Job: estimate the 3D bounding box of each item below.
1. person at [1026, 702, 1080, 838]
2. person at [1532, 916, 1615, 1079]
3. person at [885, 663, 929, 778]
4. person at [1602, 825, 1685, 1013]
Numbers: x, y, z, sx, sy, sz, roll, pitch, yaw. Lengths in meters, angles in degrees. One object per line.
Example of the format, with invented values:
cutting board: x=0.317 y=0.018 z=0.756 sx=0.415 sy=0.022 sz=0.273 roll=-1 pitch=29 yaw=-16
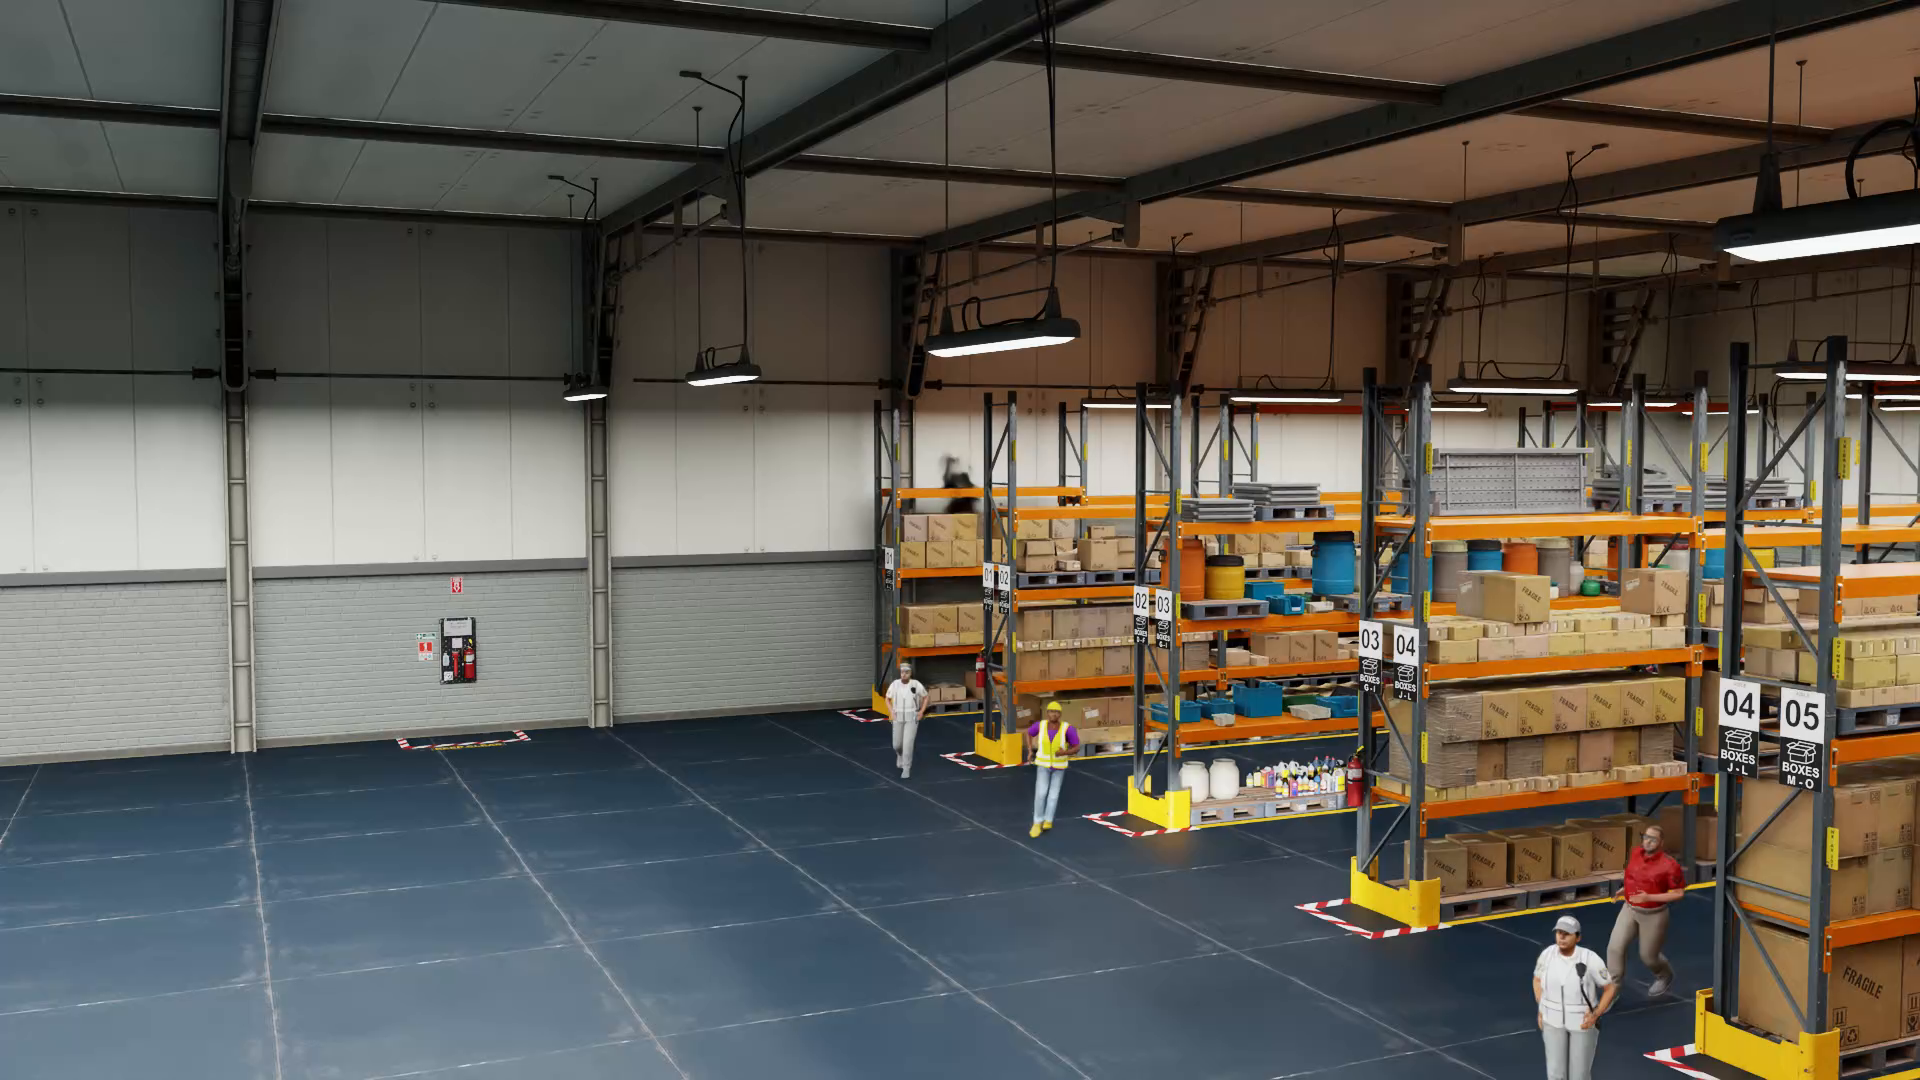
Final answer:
person: x=1.228 y=3.016 z=21.959 sx=0.700 sy=1.792 sz=0.670 roll=0 pitch=3 yaw=2
person: x=4.583 y=3.632 z=12.483 sx=0.597 sy=1.650 sz=0.592 roll=2 pitch=4 yaw=33
person: x=-0.829 y=2.784 z=25.984 sx=0.688 sy=1.773 sz=0.698 roll=0 pitch=3 yaw=7
person: x=6.287 y=3.445 z=15.149 sx=0.921 sy=1.743 sz=0.686 roll=-2 pitch=4 yaw=-33
